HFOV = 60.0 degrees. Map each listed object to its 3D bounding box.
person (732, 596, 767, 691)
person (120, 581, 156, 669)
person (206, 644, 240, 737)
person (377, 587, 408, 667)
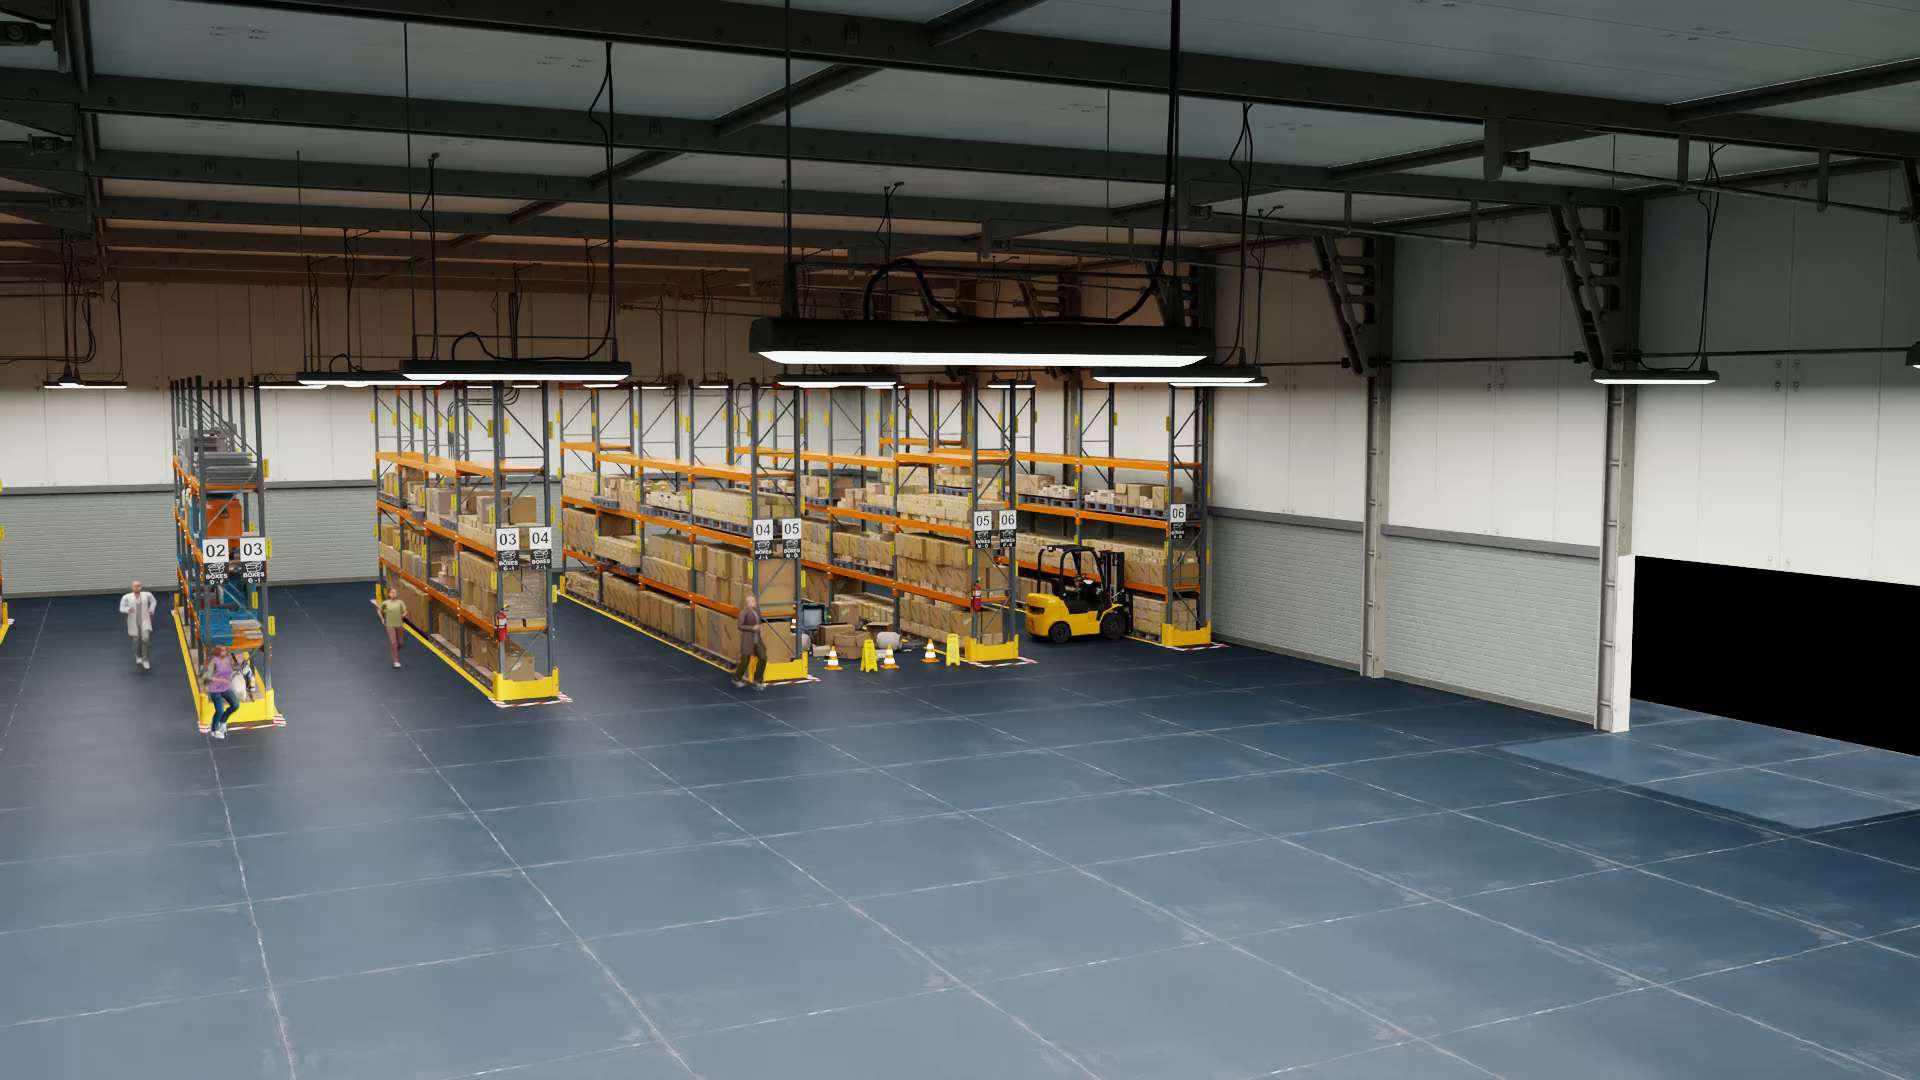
[{"bbox_3d":[-4.031,2.002,32.027,0.758,1.850,0.707,4,6,37],"label":"person"},{"bbox_3d":[-17.101,1.766,34.625,0.687,1.851,0.868,-2,6,-25],"label":"person"},{"bbox_3d":[-12.216,2.500,27.558,0.602,1.565,0.580,2,6,23],"label":"person"},{"bbox_3d":[-11.858,1.806,34.809,0.590,1.640,0.859,-3,6,-32],"label":"person"}]
